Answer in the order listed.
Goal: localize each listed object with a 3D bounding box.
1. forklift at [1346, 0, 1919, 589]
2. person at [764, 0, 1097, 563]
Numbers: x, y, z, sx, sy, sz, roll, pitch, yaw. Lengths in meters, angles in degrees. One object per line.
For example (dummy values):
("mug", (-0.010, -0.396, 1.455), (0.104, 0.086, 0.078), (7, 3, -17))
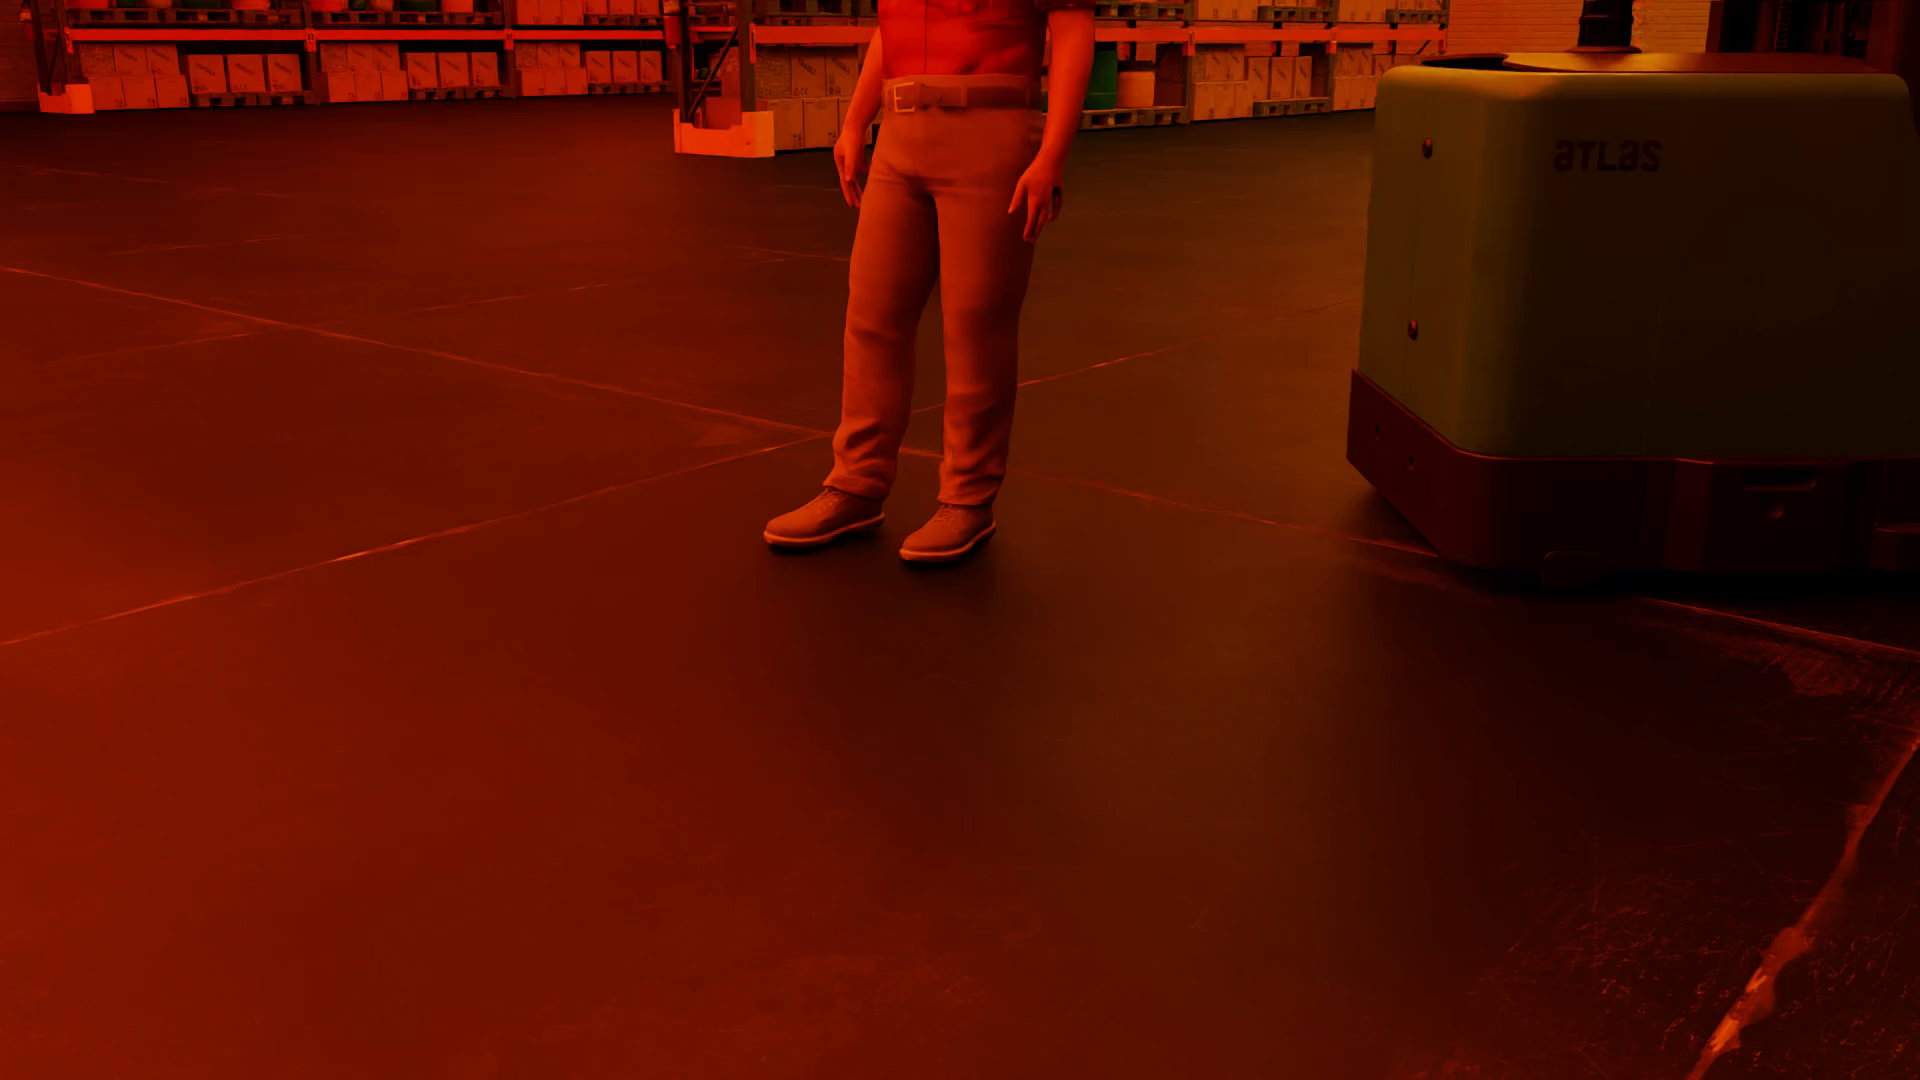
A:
("forklift", (2.544, -1.431, 3.609), (3.031, 2.935, 1.130), (0, 17, -1))
("person", (-0.066, -0.816, 3.629), (0.642, 1.728, 0.550), (13, 21, 37))
